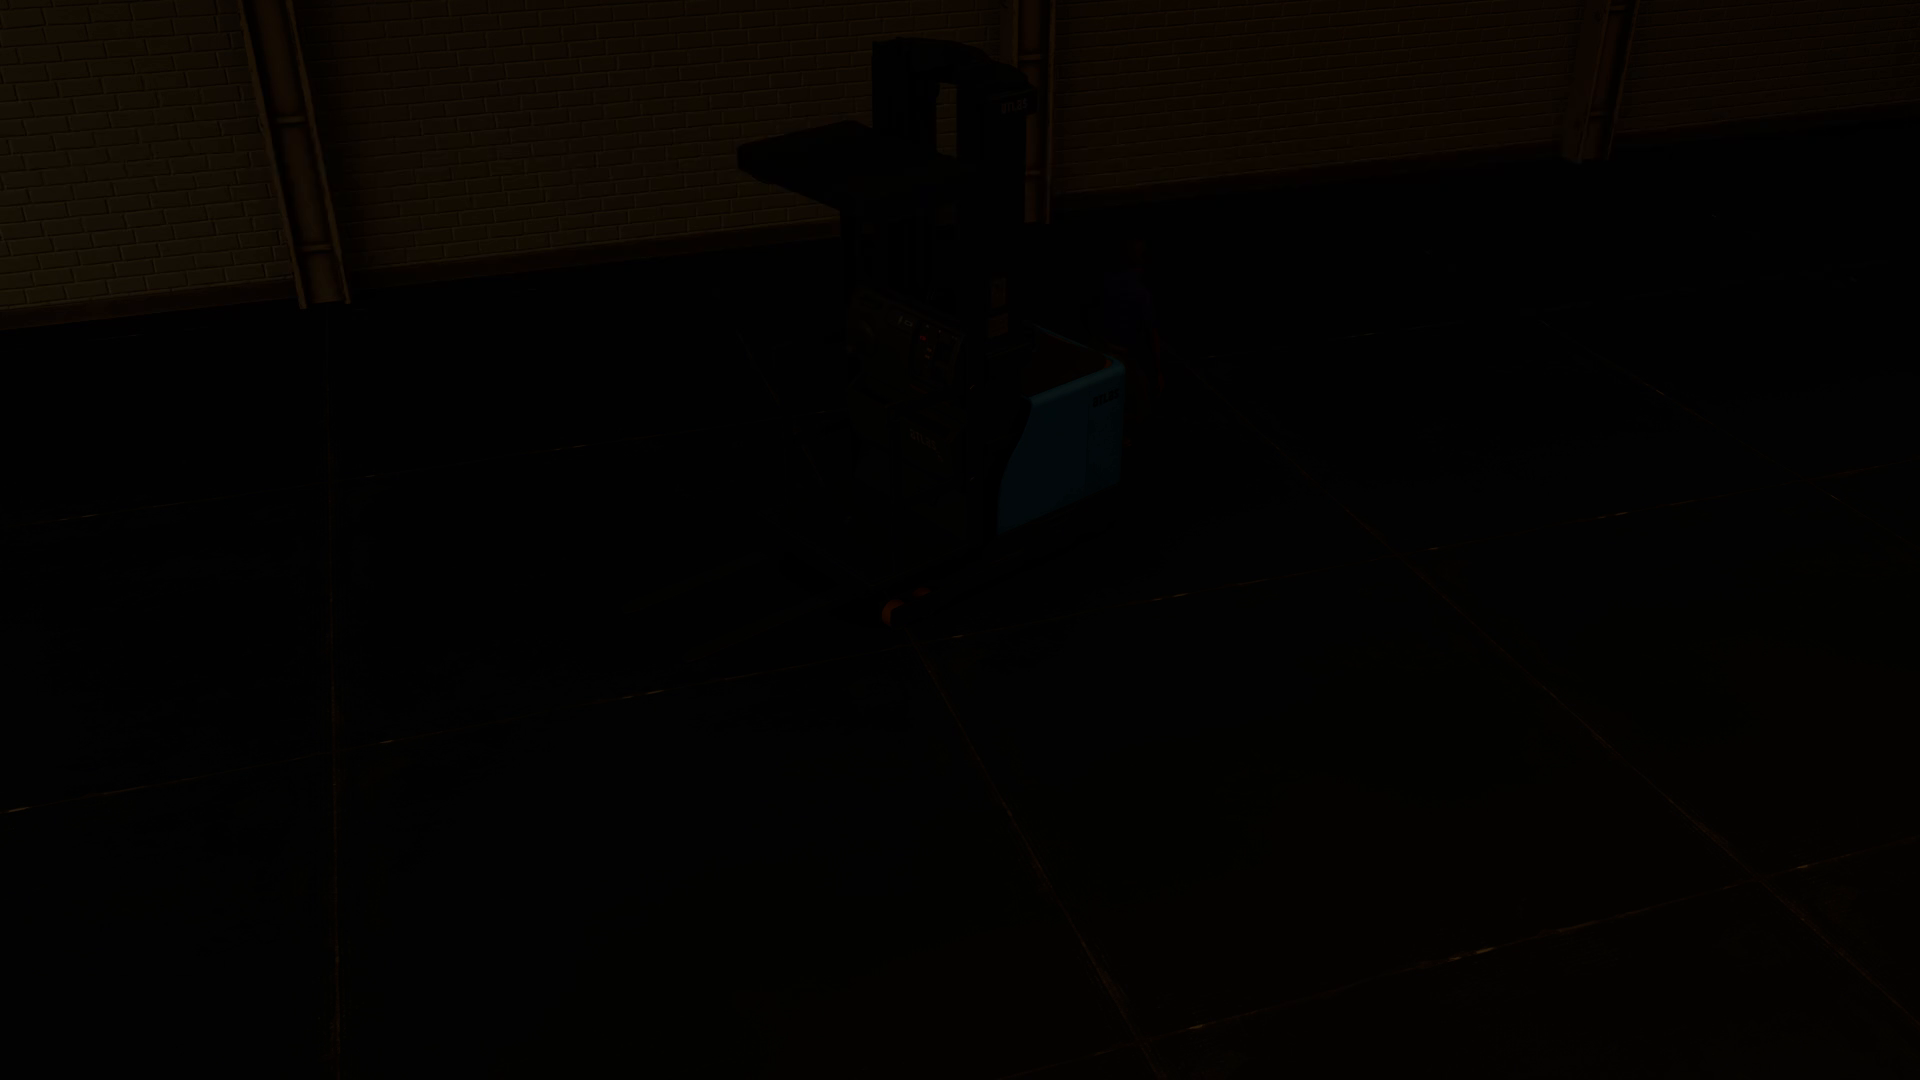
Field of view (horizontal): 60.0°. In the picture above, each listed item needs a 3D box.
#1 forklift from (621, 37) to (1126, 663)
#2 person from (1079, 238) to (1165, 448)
[{"bbox_3d":[-0.461,-1.072,8.951,3.031,2.935,1.130,-23,37,-34],"label":"forklift"},{"bbox_3d":[0.976,-1.197,10.683,0.620,1.449,0.746,-11,32,-18],"label":"person"}]
